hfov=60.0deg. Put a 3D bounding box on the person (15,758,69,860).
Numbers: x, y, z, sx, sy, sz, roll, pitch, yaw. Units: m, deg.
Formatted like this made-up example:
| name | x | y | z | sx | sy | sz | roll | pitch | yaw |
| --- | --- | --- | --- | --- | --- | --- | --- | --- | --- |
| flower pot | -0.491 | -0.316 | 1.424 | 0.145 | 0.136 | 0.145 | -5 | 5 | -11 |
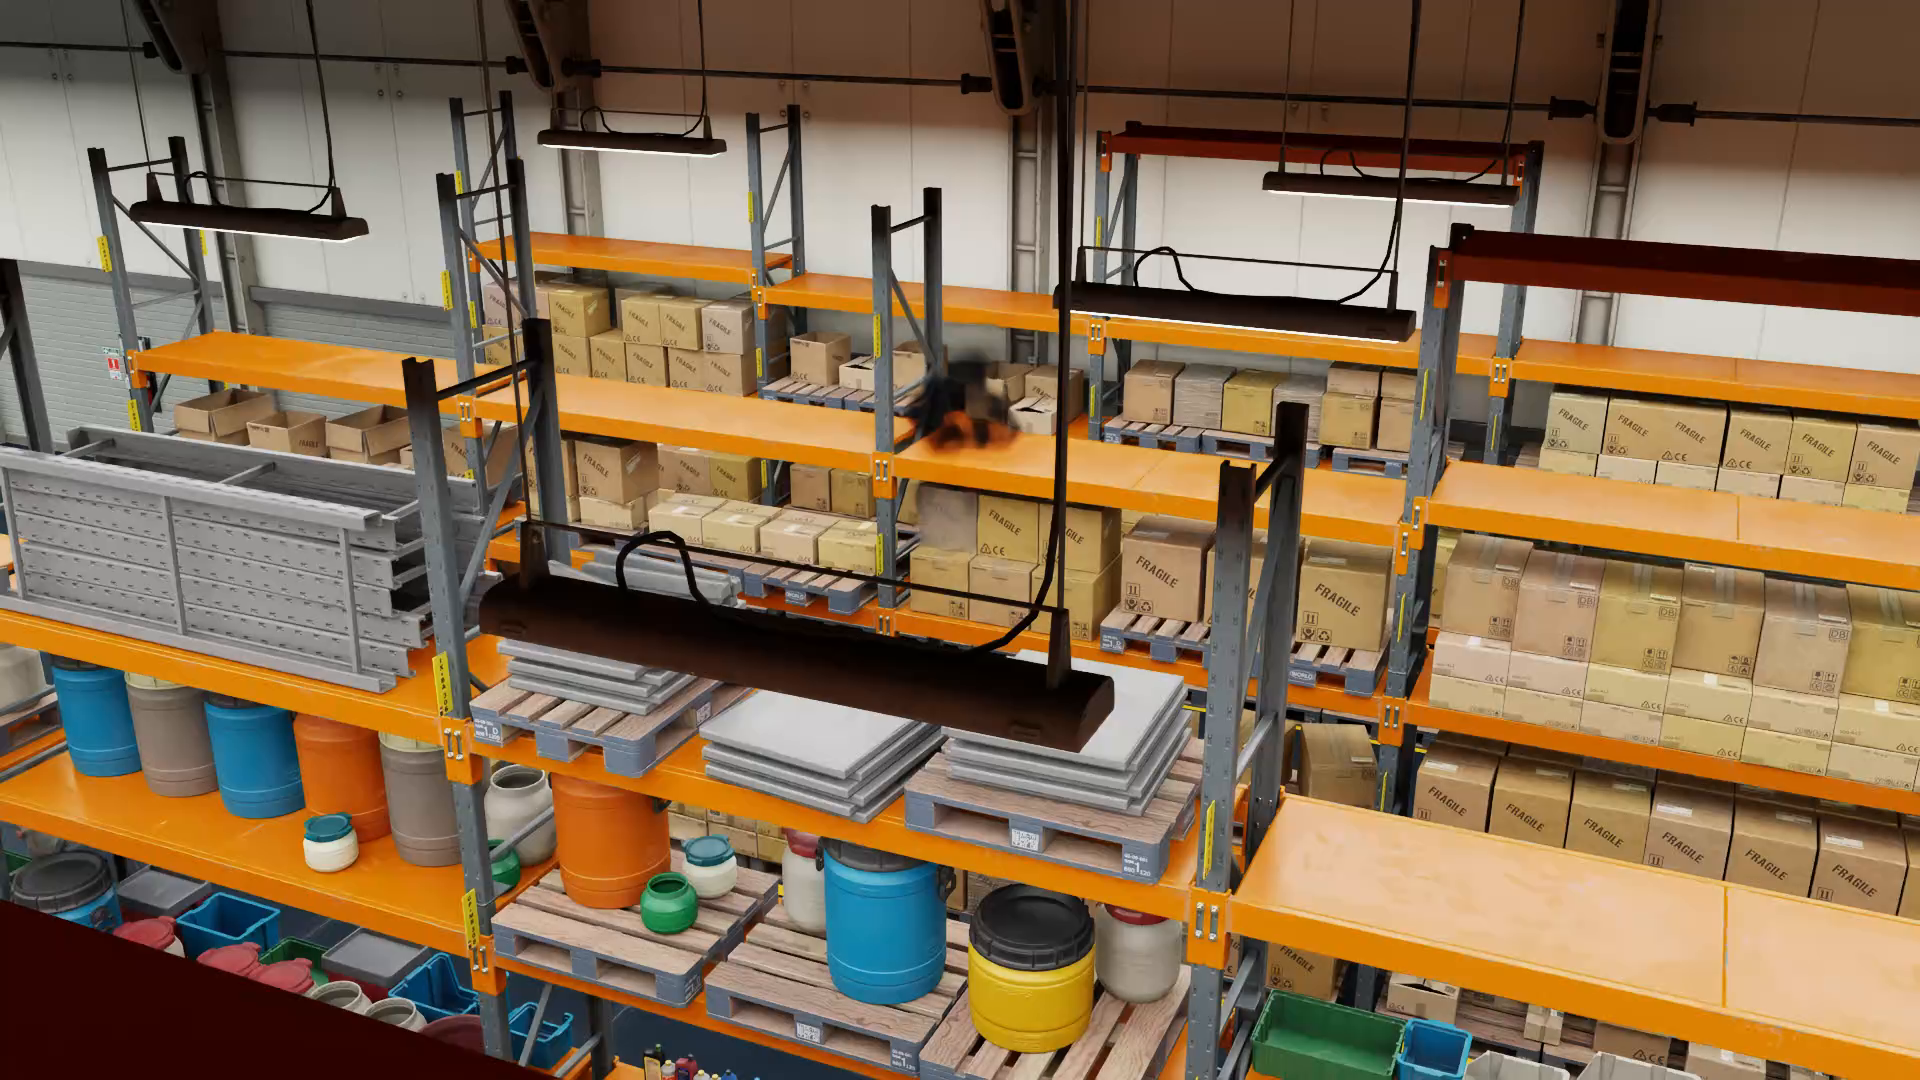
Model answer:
| name | x | y | z | sx | sy | sz | roll | pitch | yaw |
| --- | --- | --- | --- | --- | --- | --- | --- | --- | --- |
| person | -7.518 | 2.491 | 13.838 | 0.637 | 1.568 | 0.555 | 8 | 22 | 20 |
